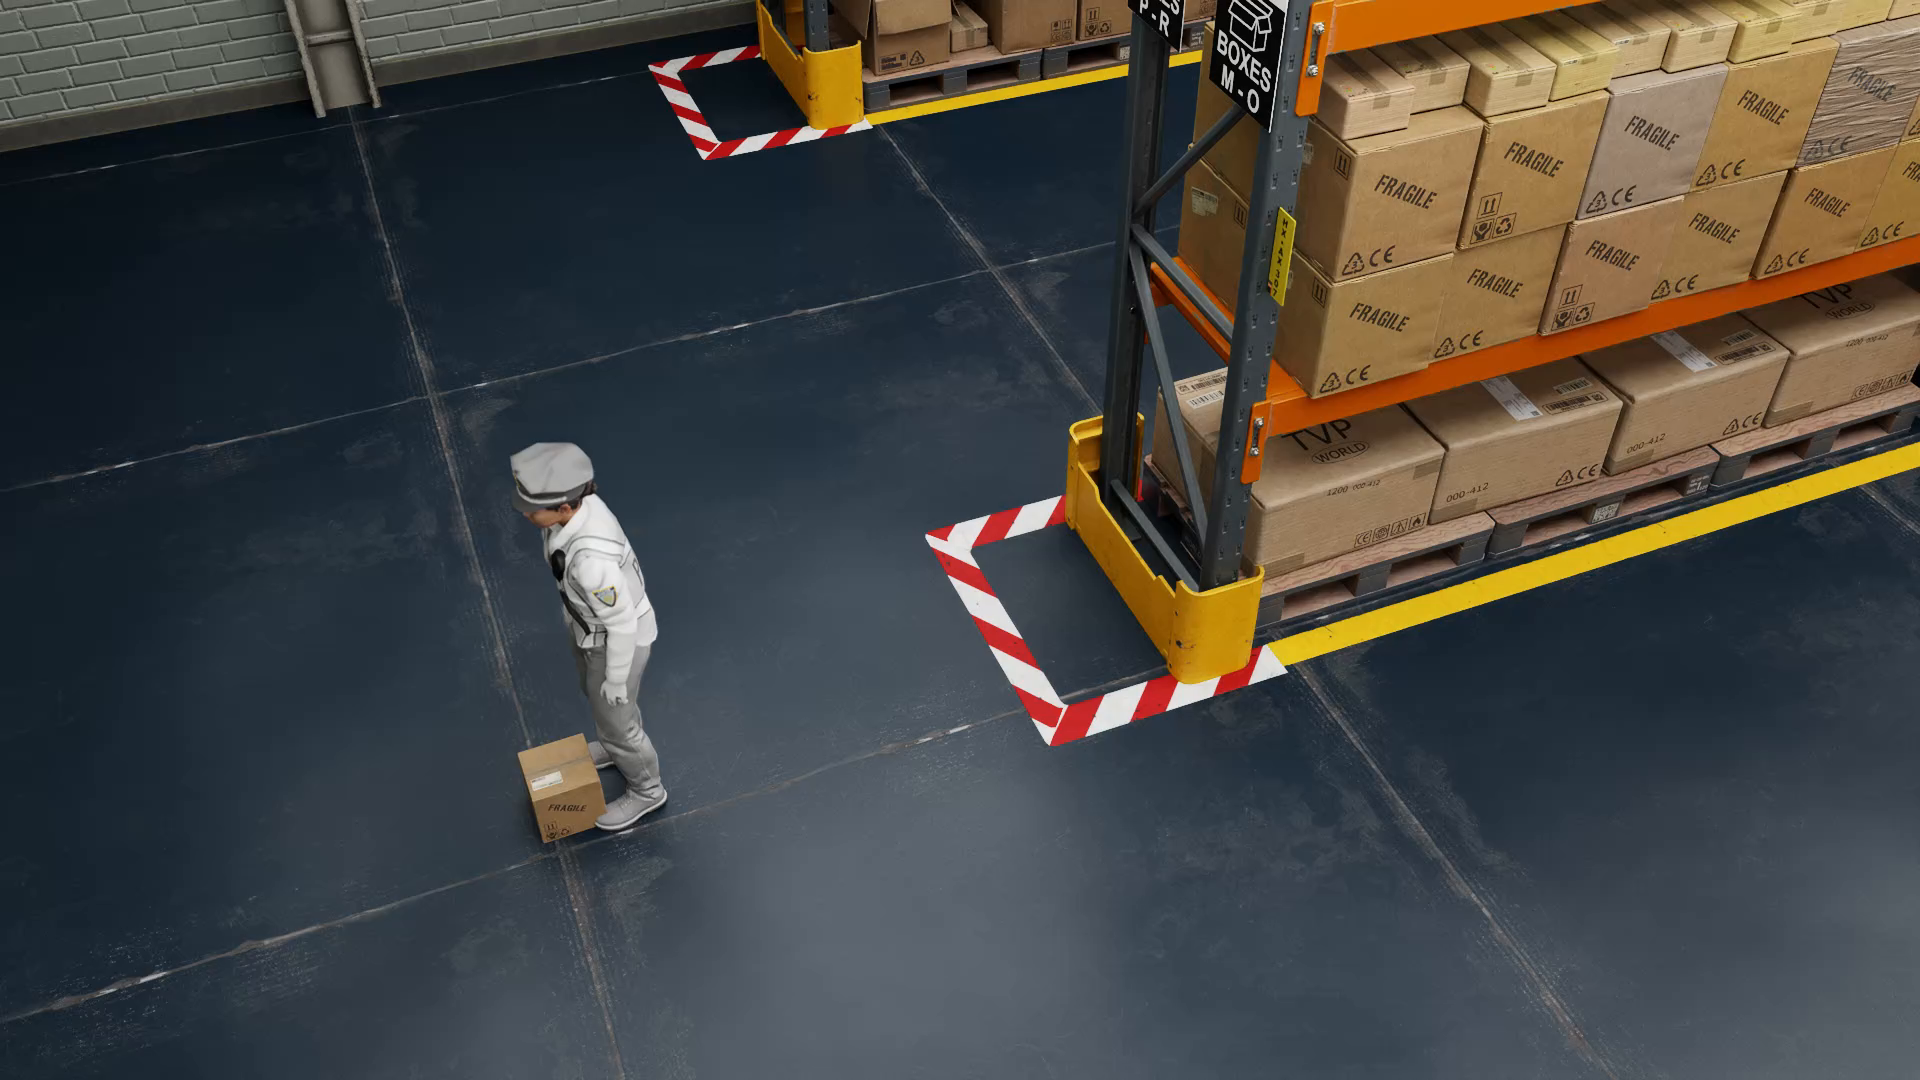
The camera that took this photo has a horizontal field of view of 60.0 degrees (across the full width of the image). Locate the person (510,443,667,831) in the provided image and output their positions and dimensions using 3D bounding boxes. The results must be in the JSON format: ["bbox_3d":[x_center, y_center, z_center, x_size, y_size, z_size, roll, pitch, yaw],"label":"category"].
[{"bbox_3d":[-1.252,0.335,5.785,0.376,1.662,0.543,-18,45,-19],"label":"person"}]
